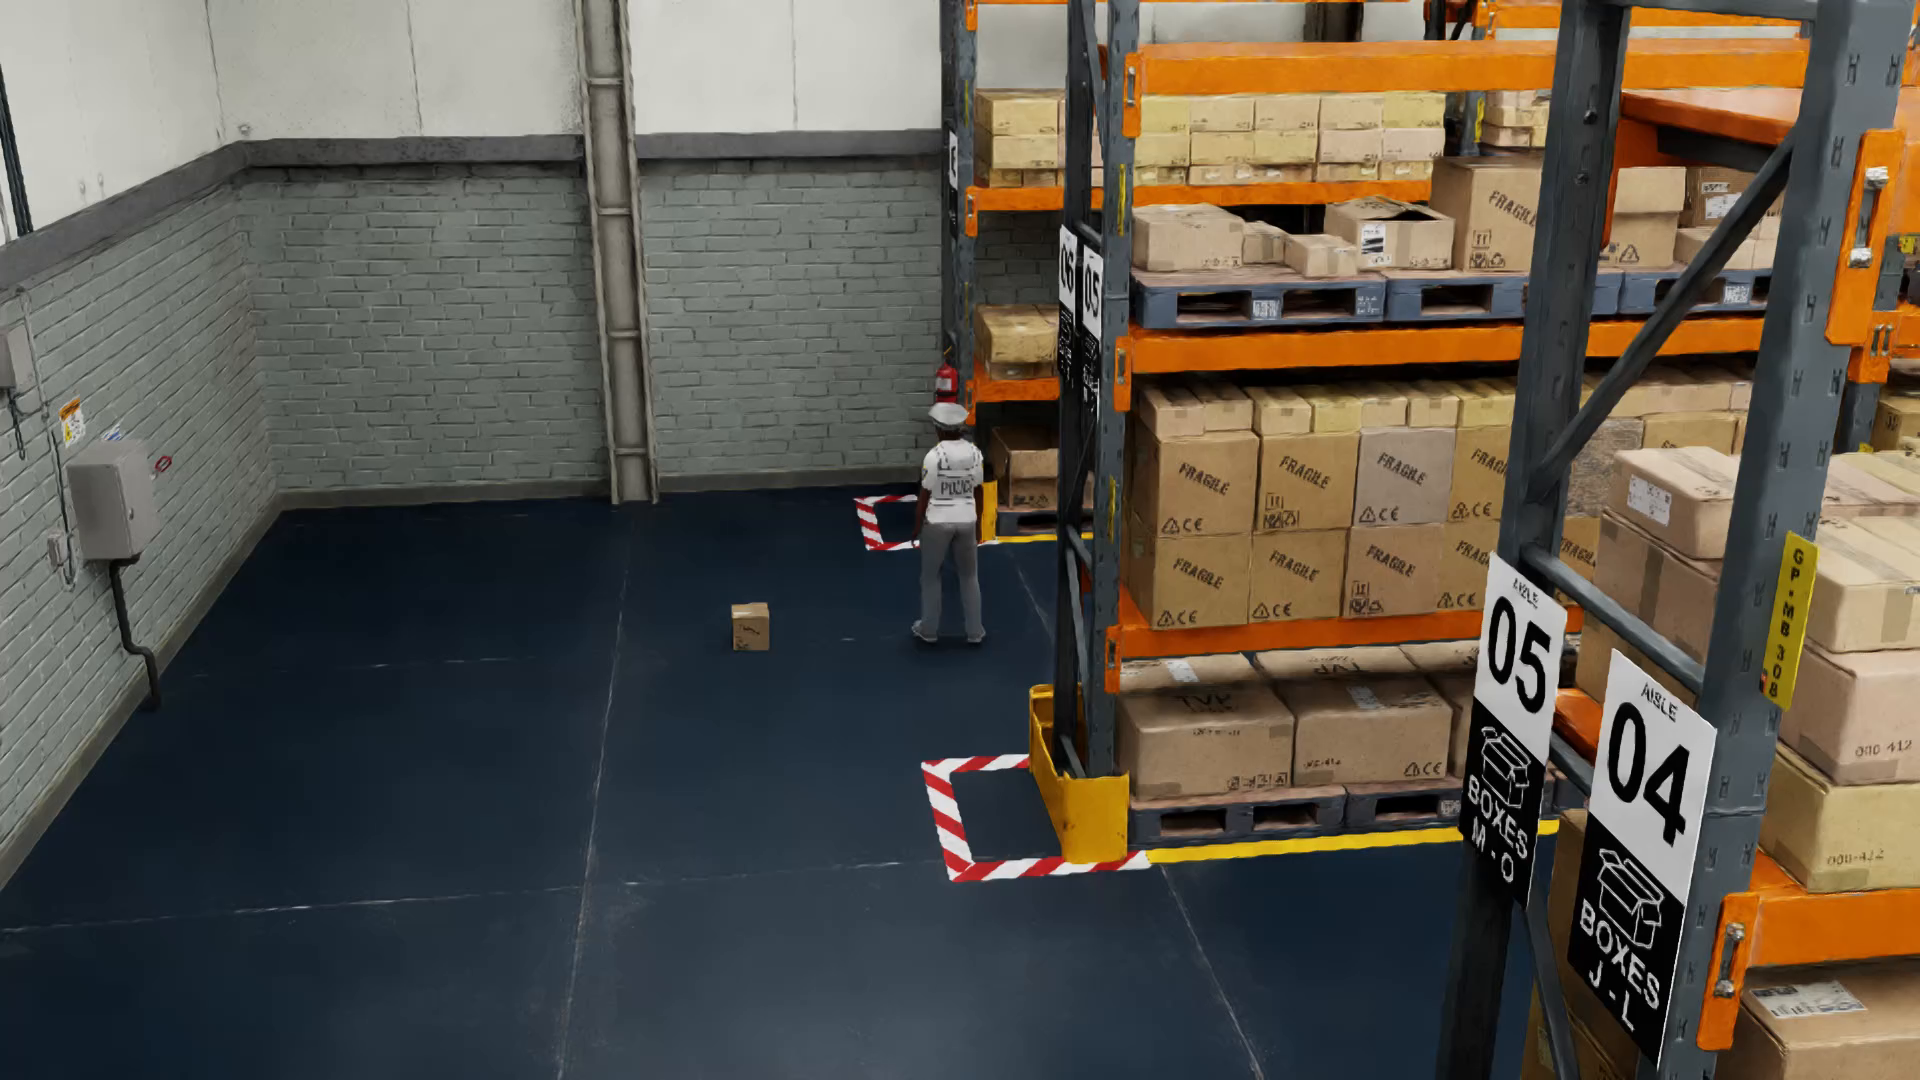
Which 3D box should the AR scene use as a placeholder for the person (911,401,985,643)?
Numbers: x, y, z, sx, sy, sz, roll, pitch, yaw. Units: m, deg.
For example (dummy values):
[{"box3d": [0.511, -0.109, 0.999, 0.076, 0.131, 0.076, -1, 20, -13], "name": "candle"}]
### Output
[{"box3d": [-0.080, -0.104, 11.281, 0.535, 1.673, 0.437, -10, 22, -26], "name": "person"}]
